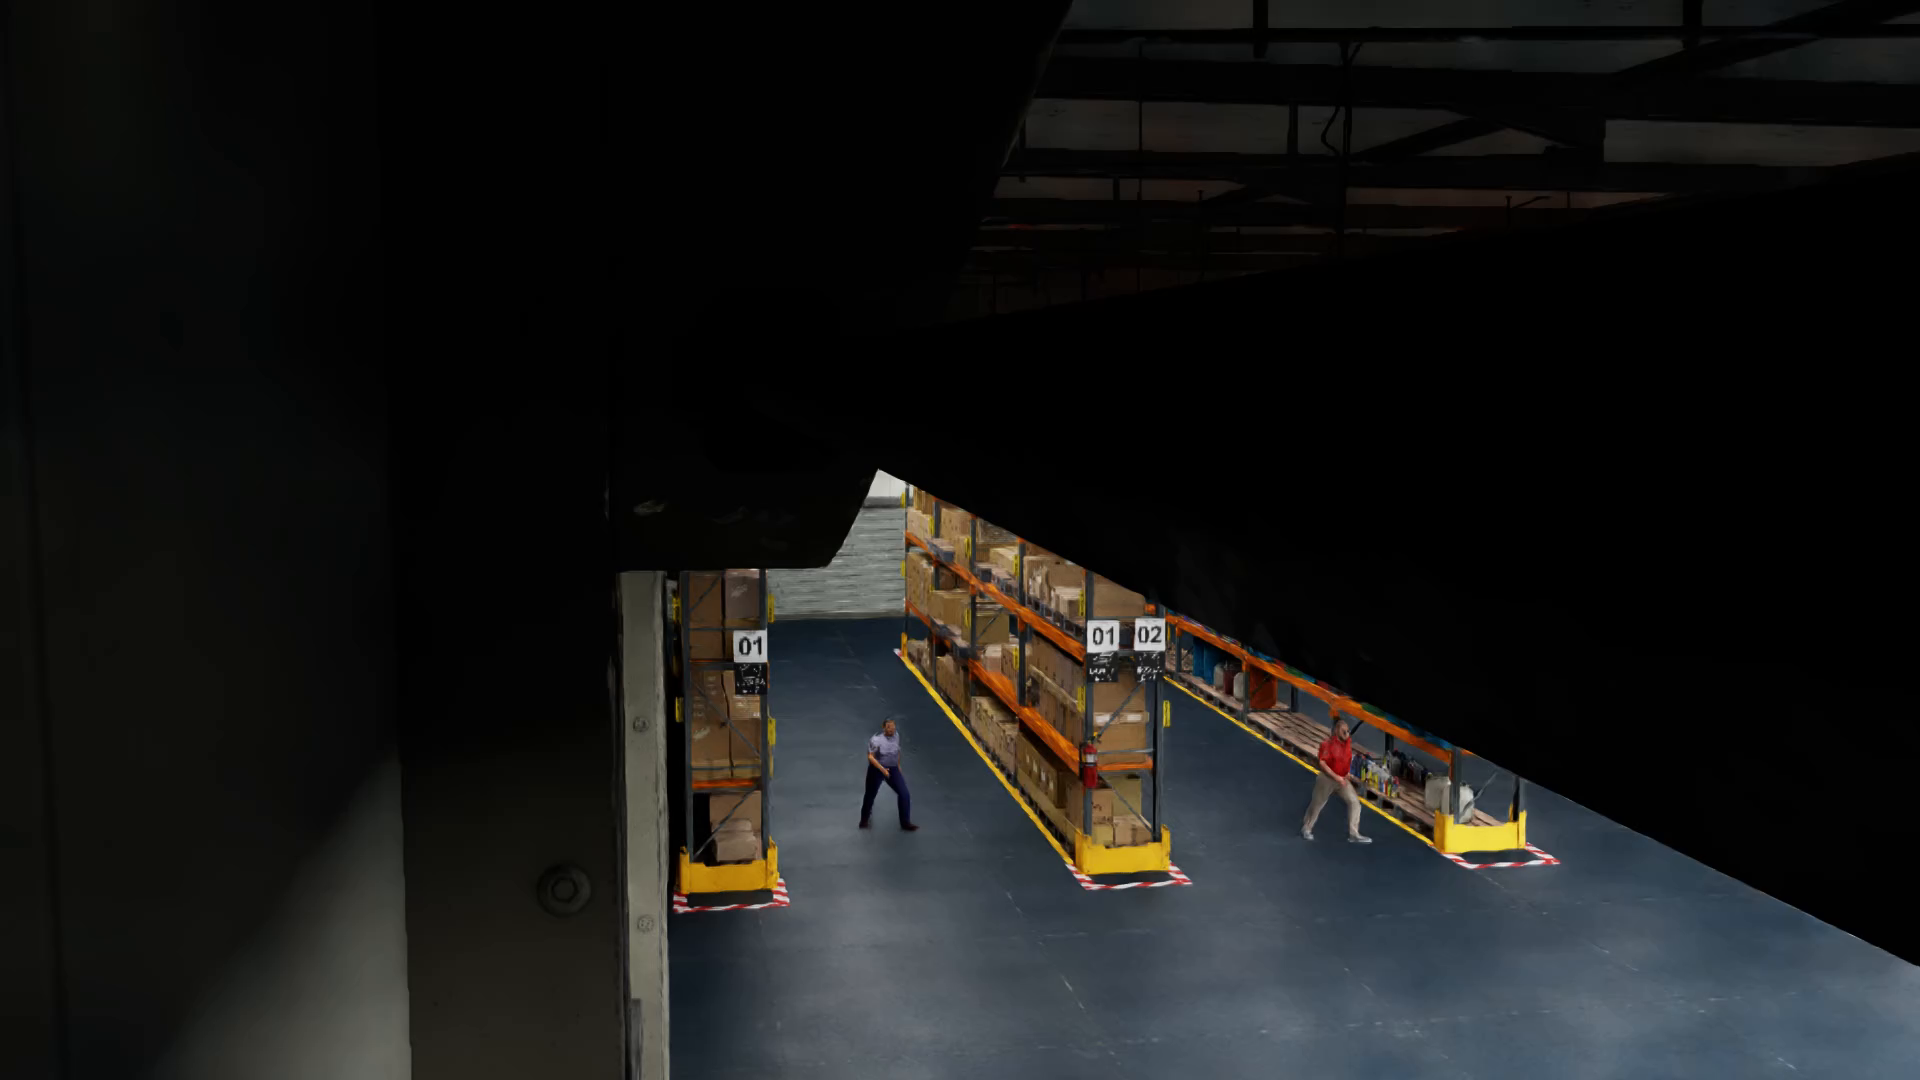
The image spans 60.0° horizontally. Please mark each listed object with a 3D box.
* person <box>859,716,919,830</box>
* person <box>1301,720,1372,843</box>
[{"bbox_3d":[-1.019,3.170,22.839,0.653,1.580,0.809,-3,7,-28],"label":"person"},{"bbox_3d":[4.997,3.198,22.192,0.700,1.656,0.863,-3,7,-27],"label":"person"}]
